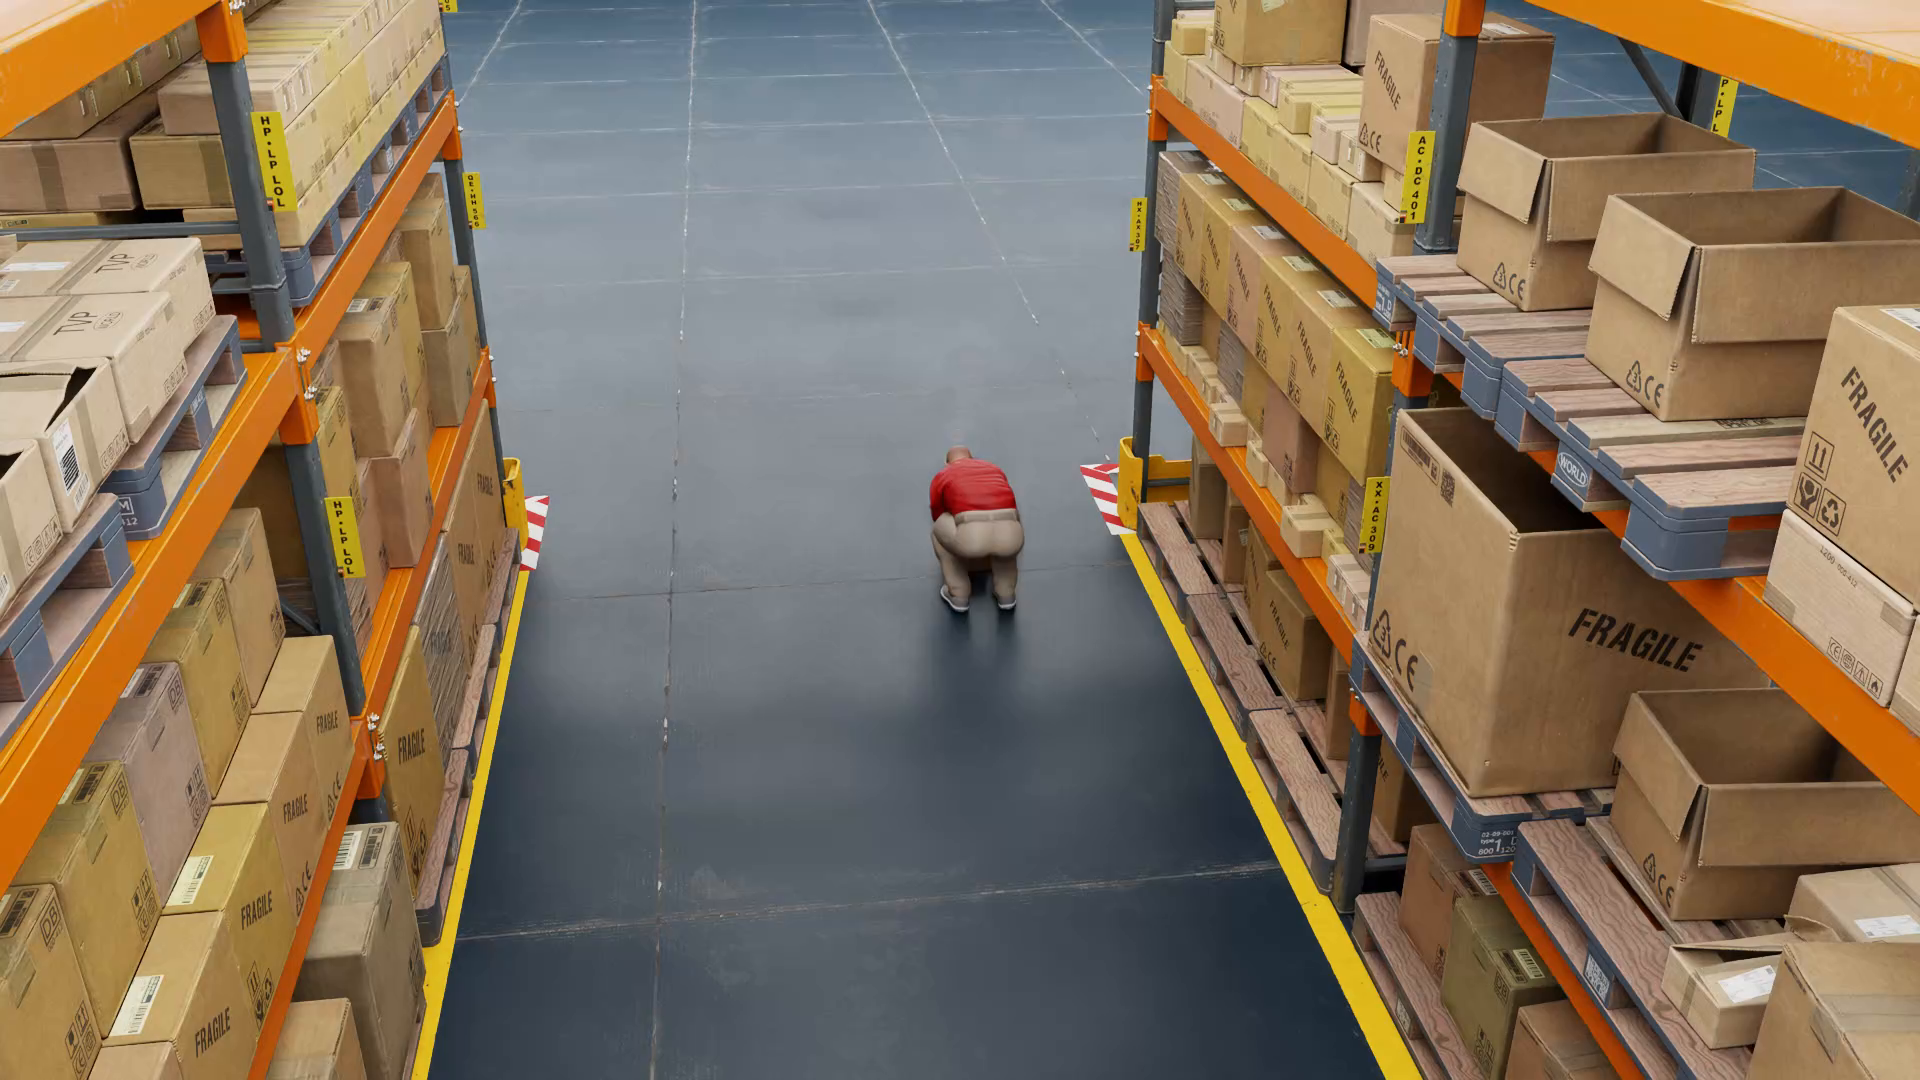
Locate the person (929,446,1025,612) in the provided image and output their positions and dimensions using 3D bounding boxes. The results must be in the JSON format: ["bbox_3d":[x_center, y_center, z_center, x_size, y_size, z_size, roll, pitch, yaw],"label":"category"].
[{"bbox_3d":[0.092,-0.051,9.818,0.528,0.788,0.940,-4,27,-8],"label":"person"}]
